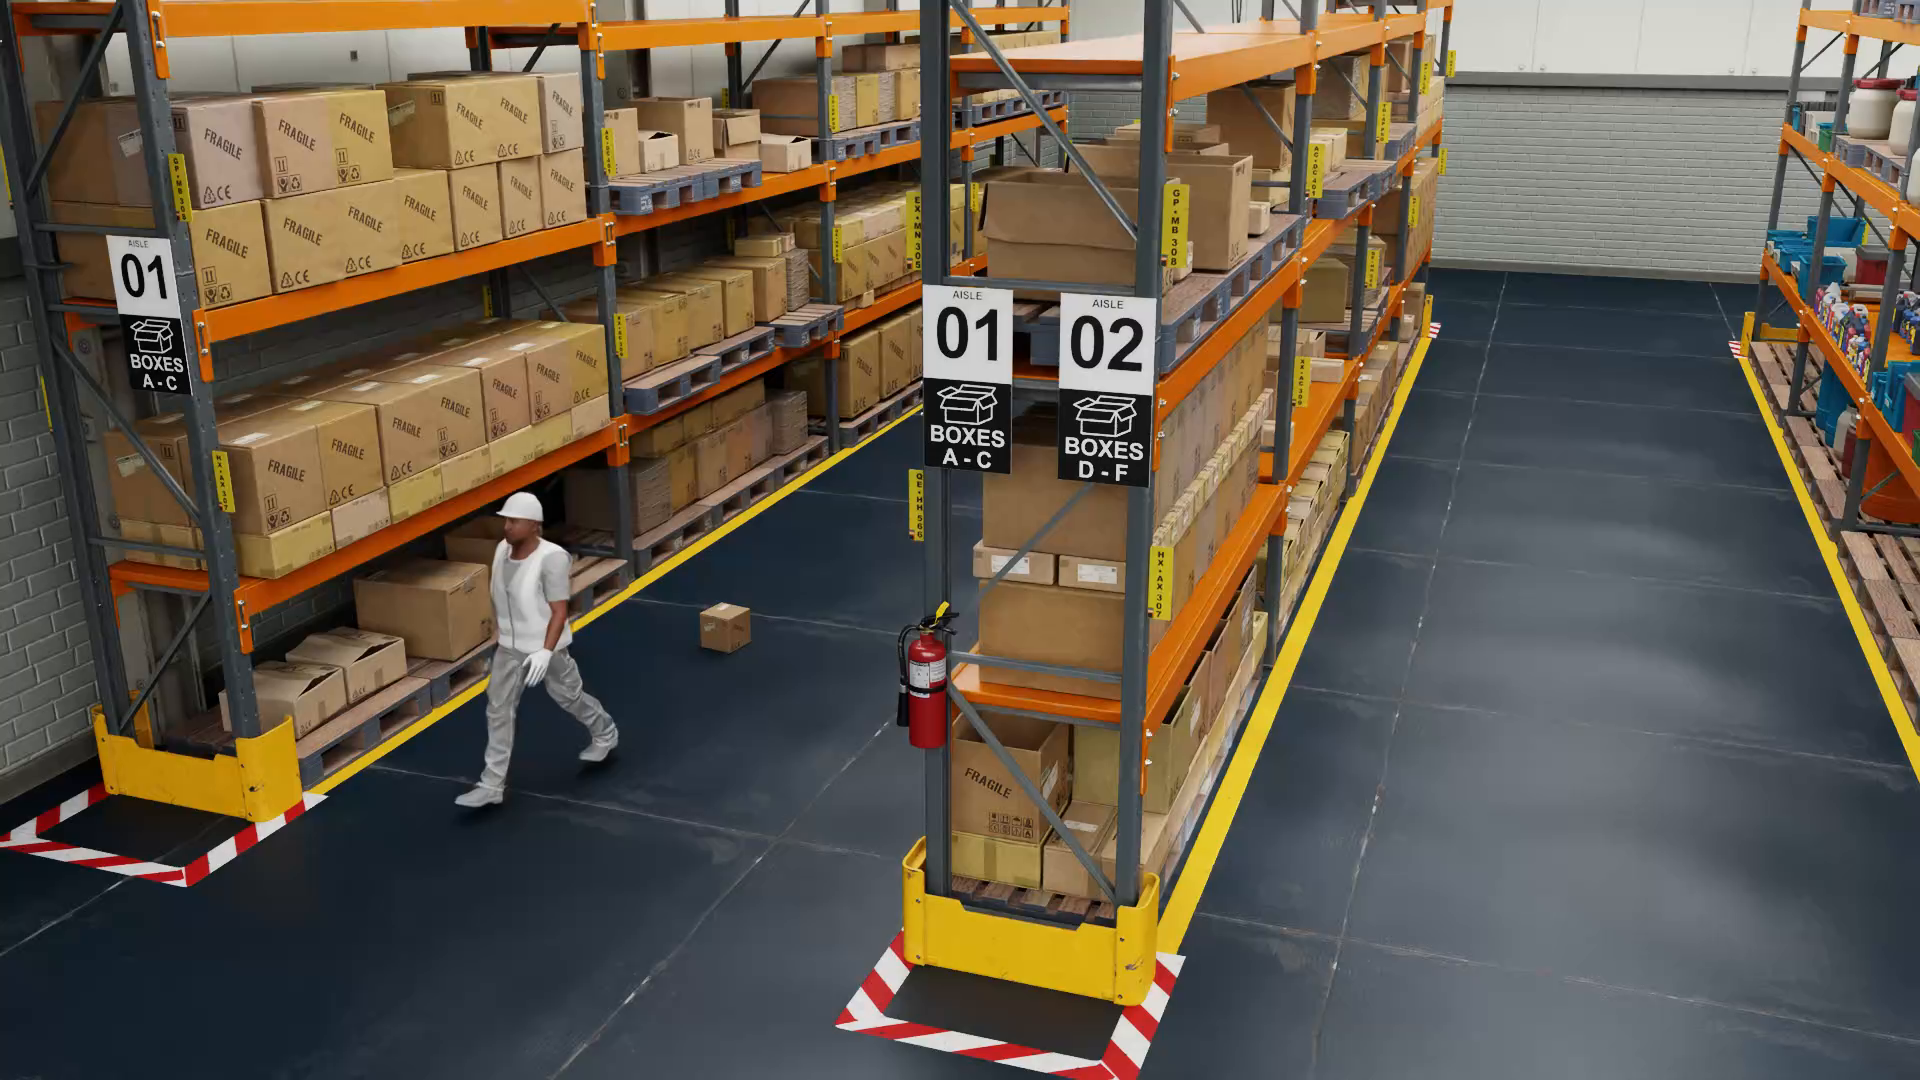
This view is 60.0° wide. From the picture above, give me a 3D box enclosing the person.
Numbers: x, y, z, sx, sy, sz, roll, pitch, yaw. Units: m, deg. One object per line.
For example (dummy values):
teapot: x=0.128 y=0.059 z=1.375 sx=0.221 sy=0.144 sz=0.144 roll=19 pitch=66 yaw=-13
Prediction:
person: x=-2.389 y=0.588 z=9.269 sx=0.566 sy=1.738 sz=1.077 roll=10 pitch=21 yaw=28
